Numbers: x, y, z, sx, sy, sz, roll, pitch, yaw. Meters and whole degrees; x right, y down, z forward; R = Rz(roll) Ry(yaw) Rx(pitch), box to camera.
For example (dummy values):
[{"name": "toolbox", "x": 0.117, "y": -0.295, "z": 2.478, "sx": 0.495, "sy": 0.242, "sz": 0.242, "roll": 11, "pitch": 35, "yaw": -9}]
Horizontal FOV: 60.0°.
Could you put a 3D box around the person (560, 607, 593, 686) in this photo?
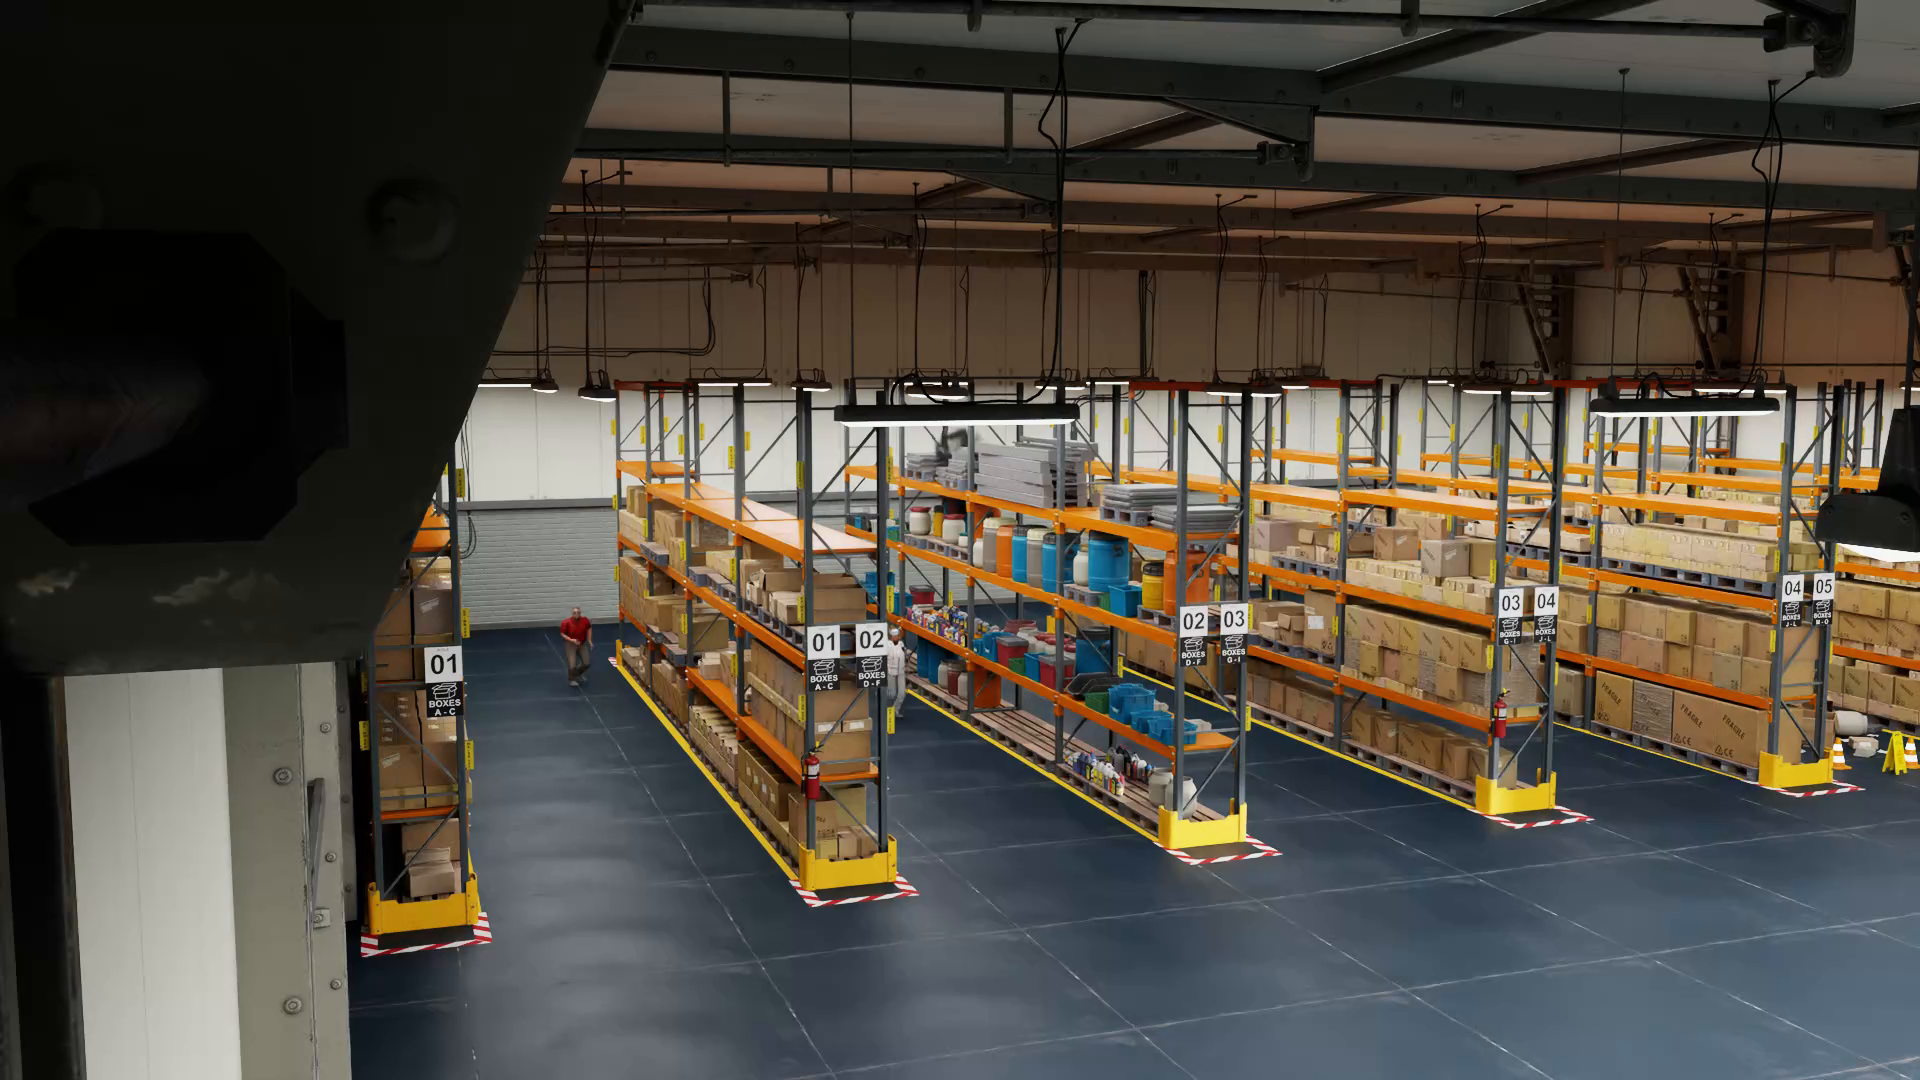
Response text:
[{"name": "person", "x": -7.522, "y": 2.086, "z": 32.622, "sx": 0.656, "sy": 1.613, "sz": 0.788, "roll": -3, "pitch": 7, "yaw": -29}]

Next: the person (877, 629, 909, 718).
[{"name": "person", "x": -1.219, "y": 2.378, "z": 29.925, "sx": 0.589, "sy": 1.609, "sz": 0.584, "roll": -3, "pitch": 7, "yaw": -29}]

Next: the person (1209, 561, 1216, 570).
[{"name": "person", "x": 5.838, "y": 1.272, "z": 39.713, "sx": 0.719, "sy": 1.765, "sz": 0.646, "roll": 0, "pitch": 6, "yaw": 3}]
